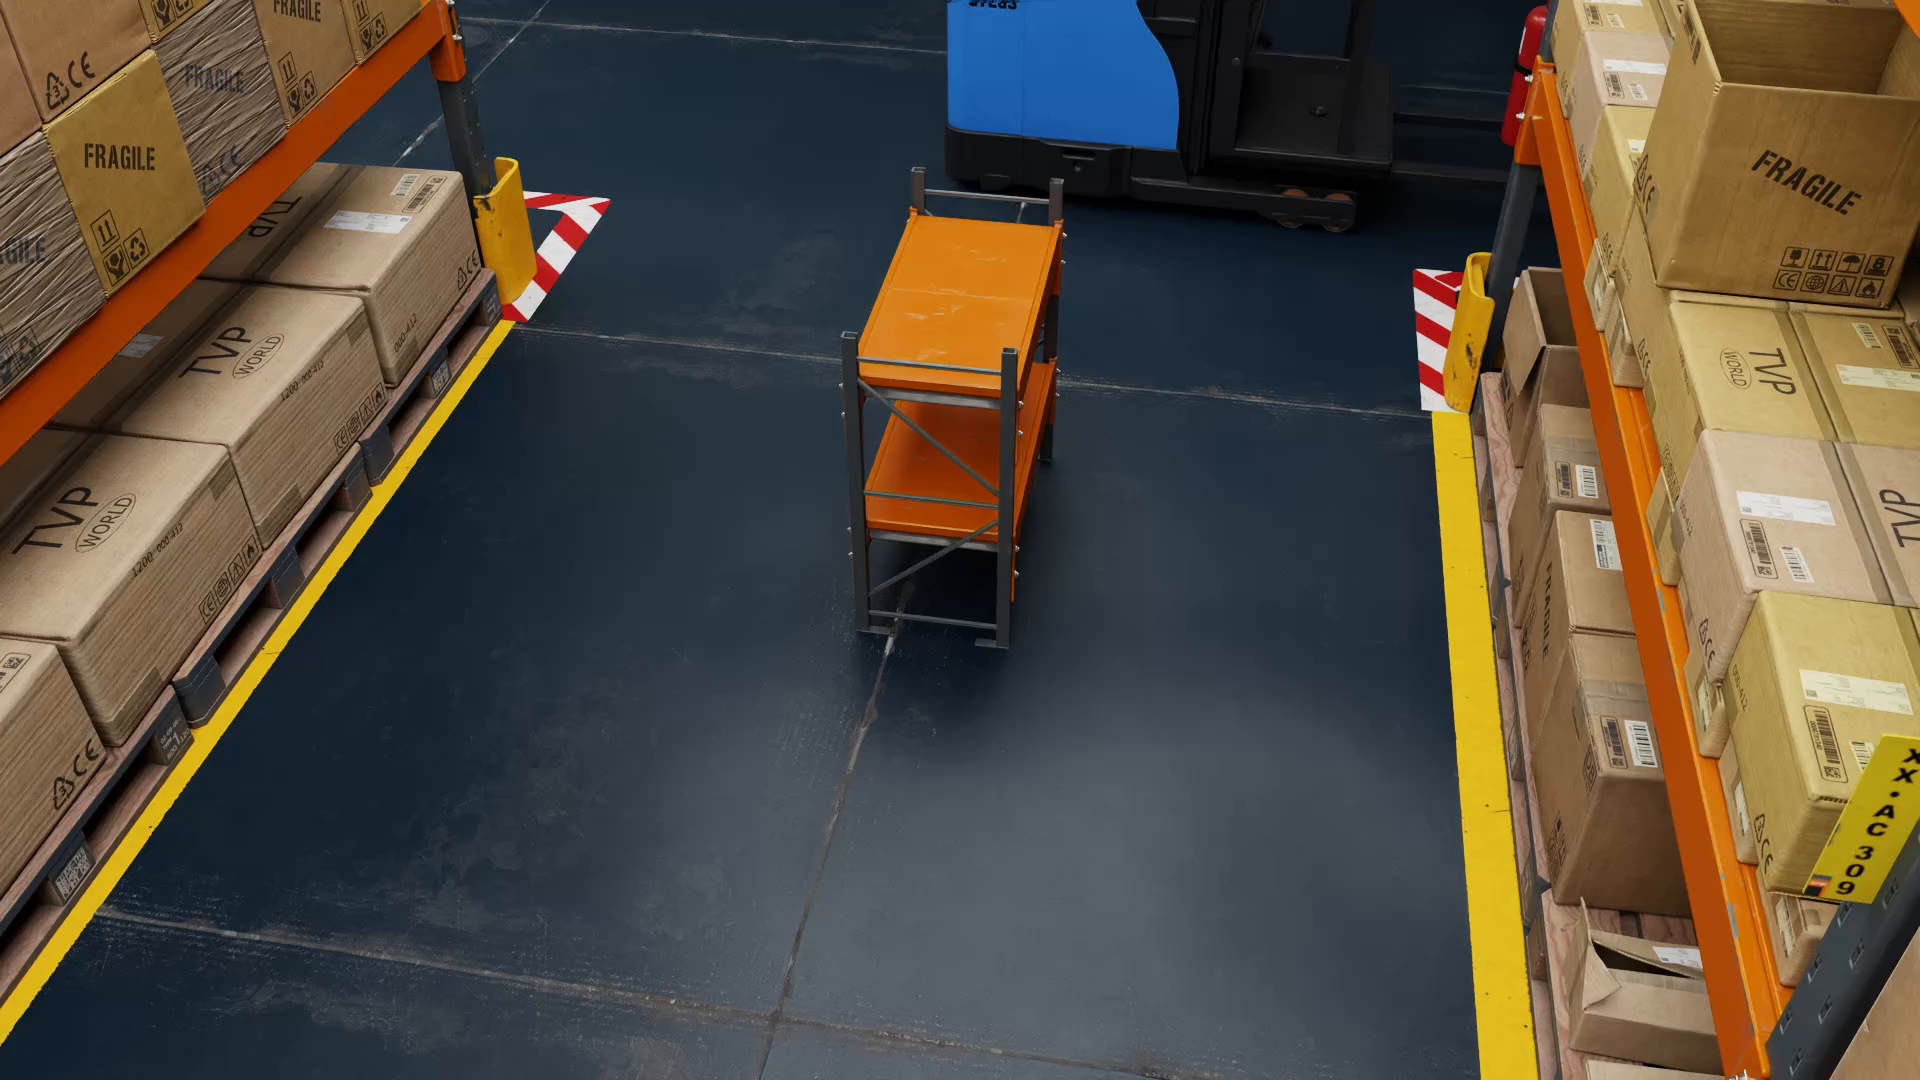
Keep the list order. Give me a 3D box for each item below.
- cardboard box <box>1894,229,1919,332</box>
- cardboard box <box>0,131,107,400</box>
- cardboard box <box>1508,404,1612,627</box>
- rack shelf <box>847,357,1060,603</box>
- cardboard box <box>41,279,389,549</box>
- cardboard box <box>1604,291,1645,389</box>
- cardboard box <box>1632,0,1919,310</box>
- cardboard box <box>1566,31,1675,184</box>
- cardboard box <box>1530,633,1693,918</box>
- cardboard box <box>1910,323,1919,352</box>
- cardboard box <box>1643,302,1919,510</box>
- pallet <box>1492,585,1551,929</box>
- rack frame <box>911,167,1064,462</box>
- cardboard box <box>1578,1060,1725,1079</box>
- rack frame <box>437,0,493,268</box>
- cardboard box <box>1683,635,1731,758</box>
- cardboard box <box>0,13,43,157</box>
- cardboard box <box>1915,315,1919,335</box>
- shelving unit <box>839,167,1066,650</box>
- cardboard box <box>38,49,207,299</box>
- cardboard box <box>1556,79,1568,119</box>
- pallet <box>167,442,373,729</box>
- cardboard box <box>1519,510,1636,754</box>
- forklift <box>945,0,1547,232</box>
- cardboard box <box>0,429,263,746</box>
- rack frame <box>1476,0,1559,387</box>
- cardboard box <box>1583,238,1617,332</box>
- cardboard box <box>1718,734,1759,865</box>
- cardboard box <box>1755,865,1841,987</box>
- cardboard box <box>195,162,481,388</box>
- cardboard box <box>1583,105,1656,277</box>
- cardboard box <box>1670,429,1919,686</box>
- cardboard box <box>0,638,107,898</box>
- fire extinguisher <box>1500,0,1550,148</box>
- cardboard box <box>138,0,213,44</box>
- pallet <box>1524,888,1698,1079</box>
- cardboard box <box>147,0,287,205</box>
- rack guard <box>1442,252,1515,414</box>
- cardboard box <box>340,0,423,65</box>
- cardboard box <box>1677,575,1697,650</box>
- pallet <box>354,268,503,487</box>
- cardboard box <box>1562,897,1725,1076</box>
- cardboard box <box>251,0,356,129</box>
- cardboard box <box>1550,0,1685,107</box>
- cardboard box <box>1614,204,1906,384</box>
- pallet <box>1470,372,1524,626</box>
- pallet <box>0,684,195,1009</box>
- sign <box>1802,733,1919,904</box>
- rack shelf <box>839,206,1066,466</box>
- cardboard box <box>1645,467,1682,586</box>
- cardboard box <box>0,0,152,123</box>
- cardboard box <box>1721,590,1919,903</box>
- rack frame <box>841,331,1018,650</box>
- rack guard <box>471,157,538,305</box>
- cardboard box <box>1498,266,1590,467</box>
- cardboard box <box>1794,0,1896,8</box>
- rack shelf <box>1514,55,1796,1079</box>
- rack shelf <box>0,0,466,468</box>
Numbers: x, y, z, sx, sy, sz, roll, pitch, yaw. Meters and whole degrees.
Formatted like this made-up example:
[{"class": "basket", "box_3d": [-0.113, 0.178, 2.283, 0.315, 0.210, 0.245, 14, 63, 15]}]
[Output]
[{"class": "cardboard box", "box_3d": [2.385, -0.516, 3.904, 0.500, 0.250, 0.500, 6, 40, 8]}, {"class": "cardboard box", "box_3d": [-2.585, -0.705, 4.170, 0.500, 0.500, 0.500, 7, 40, 8]}, {"class": "cardboard box", "box_3d": [2.089, -0.032, 5.067, 0.700, 0.500, 0.500, 8, 40, 9]}, {"class": "rack shelf", "box_3d": [0.001, -0.249, 5.553, 0.538, 0.278, 1.000, 6, 40, 8]}, {"class": "cardboard box", "box_3d": [-2.581, -0.458, 5.631, 0.875, 0.438, 0.875, 7, 40, 9]}, {"class": "cardboard box", "box_3d": [1.850, -0.496, 4.193, 0.380, 0.149, 0.250, 7, 40, 9]}, {"class": "cardboard box", "box_3d": [1.871, -0.888, 3.766, 0.500, 0.500, 0.500, 7, 40, 9]}, {"class": "cardboard box", "box_3d": [2.043, -1.224, 4.761, 0.500, 0.250, 0.500, 7, 40, 8]}, {"class": "cardboard box", "box_3d": [1.909, 0.620, 4.279, 0.700, 0.500, 0.500, 5, 40, 6]}, {"class": "cardboard box", "box_3d": [2.305, -0.206, 3.529, 0.500, 0.250, 0.500, 7, 40, 9]}, {"class": "cardboard box", "box_3d": [1.801, -0.260, 3.594, 0.500, 0.250, 0.500, 6, 40, 7]}, {"class": "pallet", "box_3d": [2.111, 0.647, 4.802, 1.003, 0.211, 1.213, 6, 40, 8]}, {"class": "rack frame", "box_3d": [0.089, -0.757, 5.783, 0.500, 1.125, 0.032, 6, 40, 8]}, {"class": "cardboard box", "box_3d": [1.589, 1.326, 3.700, 0.380, 0.149, 0.250, 5, 40, 6]}, {"class": "rack frame", "box_3d": [-2.415, -2.284, 6.158, 1.000, 3.000, 0.127, 6, 40, 8]}, {"class": "cardboard box", "box_3d": [1.633, 0.309, 3.220, 0.380, 0.149, 0.250, 7, 40, 9]}, {"class": "cardboard box", "box_3d": [-2.593, -1.106, 3.871, 0.500, 0.500, 0.500, 7, 40, 9]}, {"class": "cardboard box", "box_3d": [2.302, -0.480, 3.272, 0.500, 0.500, 0.500, 5, 40, 6]}, {"class": "shelving unit", "box_3d": [0.001, -0.438, 5.397, 0.538, 1.125, 1.048, 6, 40, 8]}, {"class": "cardboard box", "box_3d": [-2.496, -1.028, 4.561, 0.500, 0.500, 0.500, 8, 40, 9]}, {"class": "cardboard box", "box_3d": [2.147, -1.466, 5.366, 0.380, 0.149, 0.250, 6, 40, 7]}, {"class": "pallet", "box_3d": [-2.690, 0.065, 5.506, 1.003, 0.211, 1.213, 6, 40, 8]}, {"class": "cardboard box", "box_3d": [1.899, 0.289, 4.679, 0.500, 0.500, 0.500, 7, 40, 8]}, {"class": "forklift", "box_3d": [1.502, -2.872, 6.923, 3.031, 2.935, 1.130, 8, 40, 9]}, {"class": "cardboard box", "box_3d": [-2.739, 0.108, 4.947, 0.875, 0.438, 0.875, 5, 40, 6]}, {"class": "rack frame", "box_3d": [2.474, -1.739, 5.499, 1.000, 3.000, 0.127, 6, 40, 8]}, {"class": "cardboard box", "box_3d": [1.875, -0.663, 4.395, 0.380, 0.149, 0.250, 5, 40, 6]}, {"class": "cardboard box", "box_3d": [1.612, 0.474, 3.019, 0.380, 0.149, 0.250, 7, 40, 9]}, {"class": "cardboard box", "box_3d": [1.588, 0.640, 2.819, 0.380, 0.149, 0.250, 7, 40, 8]}, {"class": "cardboard box", "box_3d": [-2.431, -1.033, 6.327, 0.875, 0.438, 0.875, 5, 40, 6]}, {"class": "cardboard box", "box_3d": [1.959, -0.906, 4.376, 0.500, 0.250, 0.500, 6, 40, 7]}, {"class": "cardboard box", "box_3d": [1.702, 0.052, 3.217, 0.500, 0.250, 0.500, 7, 40, 8]}, {"class": "cardboard box", "box_3d": [-2.893, 0.670, 4.267, 0.875, 0.438, 0.875, 6, 40, 7]}, {"class": "fire extinguisher", "box_3d": [2.044, -1.709, 5.816, 0.296, 0.674, 0.183, 6, 40, 8]}, {"class": "cardboard box", "box_3d": [-2.414, -1.738, 4.635, 0.500, 0.500, 0.500, 6, 40, 7]}, {"class": "pallet", "box_3d": [1.902, 1.415, 3.873, 1.003, 0.211, 1.213, 6, 40, 8]}, {"class": "cardboard box", "box_3d": [-2.419, -1.353, 4.954, 0.500, 0.500, 0.500, 7, 40, 9]}, {"class": "rack guard", "box_3d": [2.461, -0.728, 6.238, 1.175, 0.500, 0.348, 6, 40, 8]}, {"class": "cardboard box", "box_3d": [-2.238, -1.991, 5.725, 0.500, 0.500, 0.500, 7, 40, 8]}, {"class": "cardboard box", "box_3d": [1.705, 0.147, 3.415, 0.380, 0.149, 0.250, 7, 40, 9]}, {"class": "pallet", "box_3d": [-2.476, -0.699, 6.430, 1.003, 0.211, 1.213, 6, 40, 8]}, {"class": "cardboard box", "box_3d": [1.651, 1.057, 3.933, 0.396, 0.266, 0.258, 8, 40, 9]}, {"class": "cardboard box", "box_3d": [-2.340, -1.677, 5.346, 0.500, 0.500, 0.500, 6, 40, 7]}, {"class": "cardboard box", "box_3d": [2.130, -1.541, 5.144, 0.500, 0.250, 0.500, 7, 40, 8]}, {"class": "cardboard box", "box_3d": [1.891, -0.583, 3.985, 0.500, 0.250, 0.500, 5, 40, 7]}, {"class": "pallet", "box_3d": [2.324, -0.116, 5.725, 1.003, 0.211, 1.213, 6, 40, 8]}, {"class": "pallet", "box_3d": [-2.899, 0.832, 4.577, 1.003, 0.211, 1.213, 6, 40, 8]}, {"class": "sign", "box_3d": [1.246, 0.383, 2.254, 0.100, 0.325, 0.005, 6, 40, 8]}, {"class": "rack shelf", "box_3d": [0.001, -0.663, 5.210, 0.538, 0.278, 1.000, 6, 40, 8]}, {"class": "cardboard box", "box_3d": [1.722, -0.016, 3.613, 0.380, 0.149, 0.250, 6, 40, 7]}, {"class": "cardboard box", "box_3d": [-2.503, -1.422, 4.253, 0.500, 0.500, 0.500, 6, 40, 7]}, {"class": "cardboard box", "box_3d": [1.630, 0.368, 2.835, 0.500, 0.250, 0.500, 7, 40, 9]}, {"class": "rack frame", "box_3d": [-0.087, -0.119, 5.011, 0.500, 1.125, 0.032, 6, 40, 8]}, {"class": "rack guard", "box_3d": [-2.411, -1.336, 6.973, 1.175, 0.500, 0.348, 6, 40, 8]}, {"class": "cardboard box", "box_3d": [2.275, -0.565, 5.709, 0.797, 0.503, 0.637, 5, 40, 6]}, {"class": "cardboard box", "box_3d": [2.656, -1.478, 5.068, 0.500, 0.250, 0.500, 7, 40, 9]}, {"class": "rack shelf", "box_3d": [2.128, -0.207, 4.210, 1.077, 0.370, 4.000, 6, 40, 8]}, {"class": "rack shelf", "box_3d": [-2.761, -0.752, 4.869, 1.077, 0.370, 4.000, 6, 40, 8]}]
